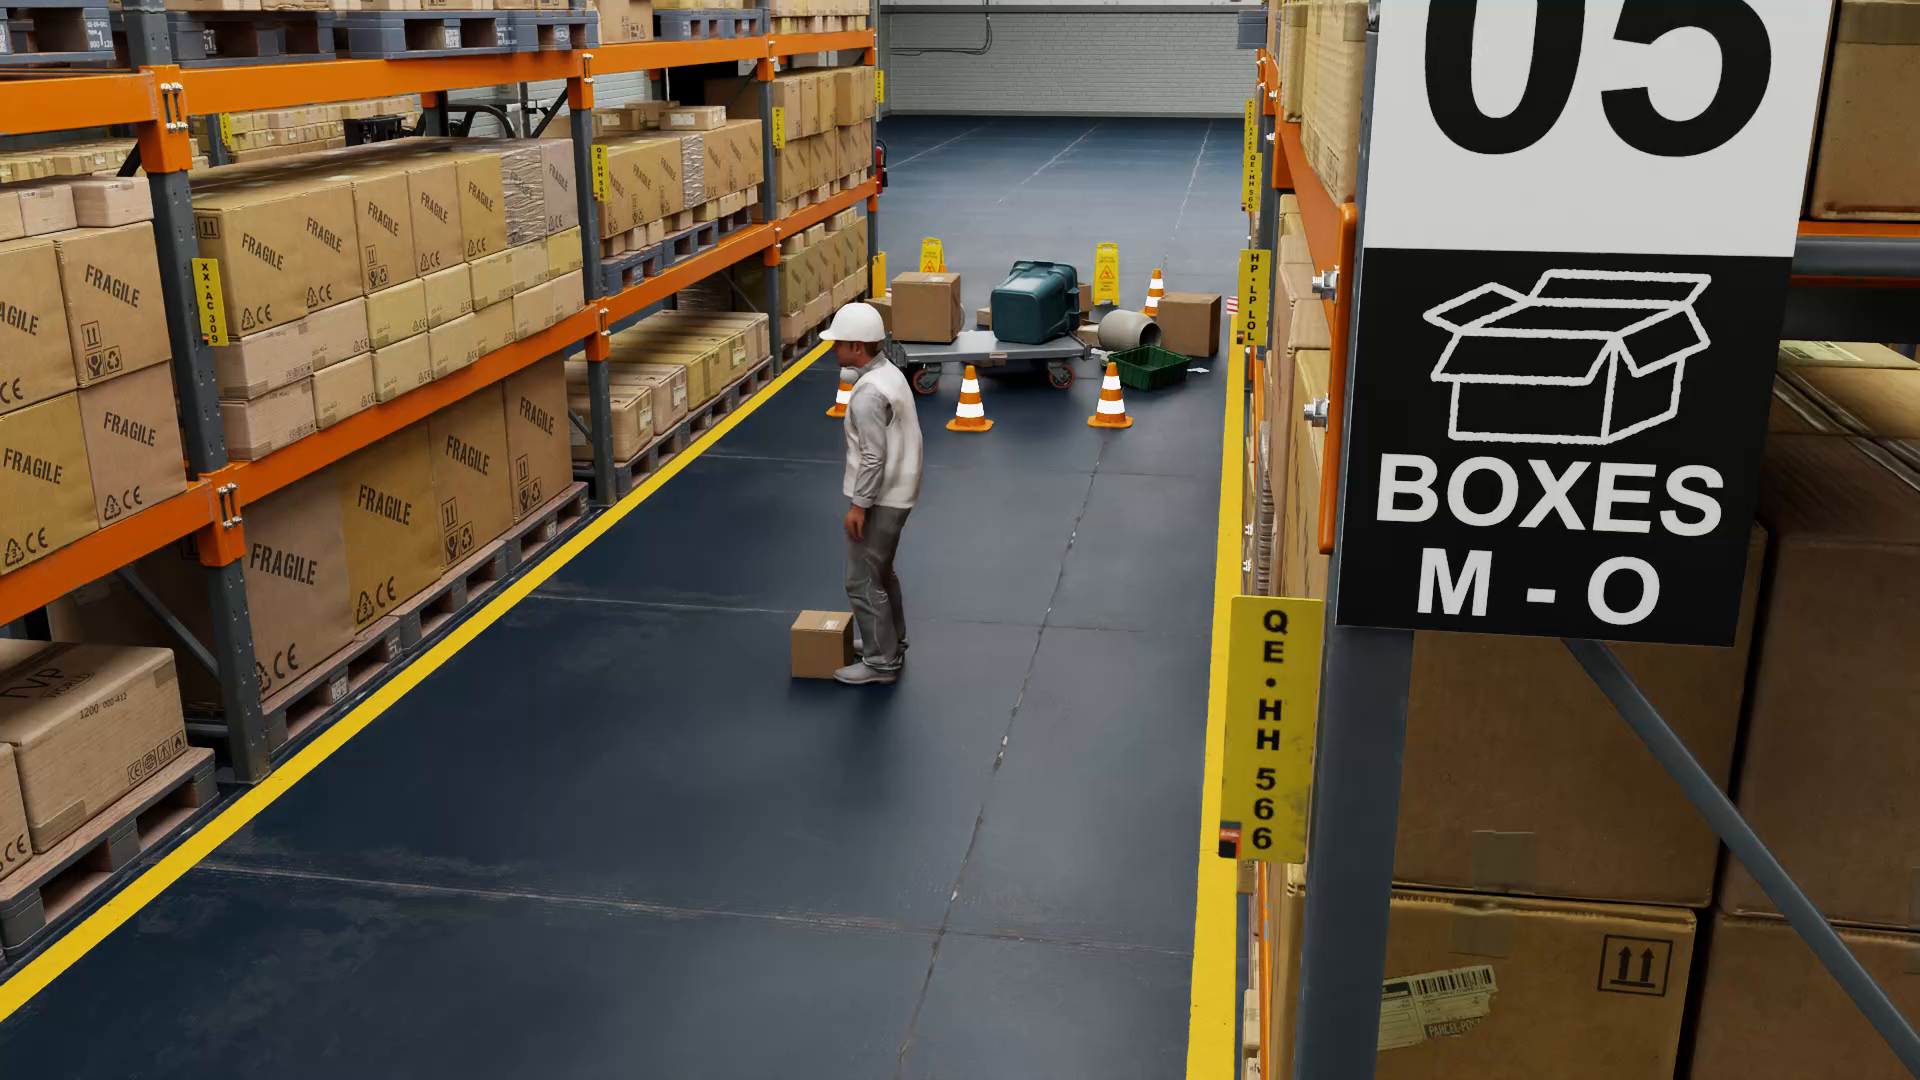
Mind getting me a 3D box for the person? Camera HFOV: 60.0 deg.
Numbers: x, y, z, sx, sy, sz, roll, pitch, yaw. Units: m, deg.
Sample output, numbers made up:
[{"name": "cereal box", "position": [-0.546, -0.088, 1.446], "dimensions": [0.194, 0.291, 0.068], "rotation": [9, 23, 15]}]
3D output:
[{"name": "person", "position": [-0.398, -0.211, 7.669], "dimensions": [0.457, 1.770, 0.591], "rotation": [2, 18, 6]}]
